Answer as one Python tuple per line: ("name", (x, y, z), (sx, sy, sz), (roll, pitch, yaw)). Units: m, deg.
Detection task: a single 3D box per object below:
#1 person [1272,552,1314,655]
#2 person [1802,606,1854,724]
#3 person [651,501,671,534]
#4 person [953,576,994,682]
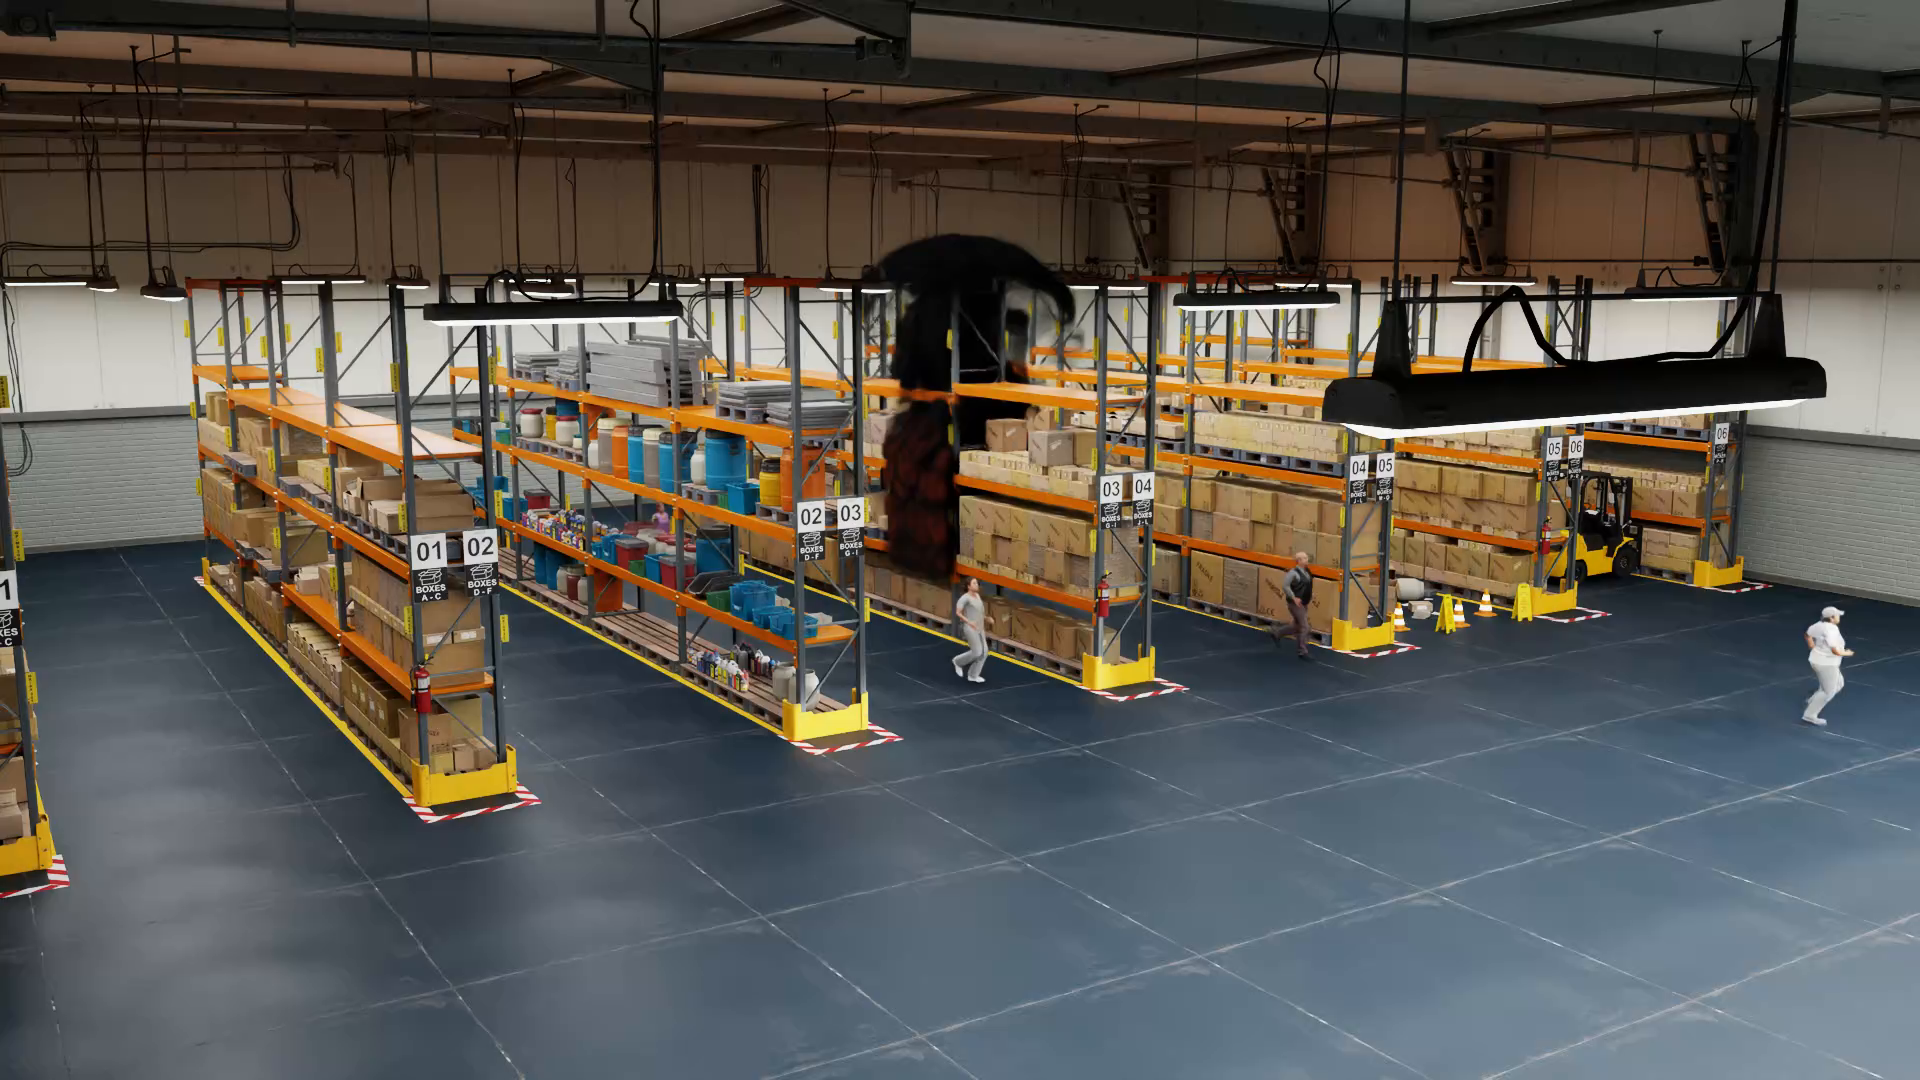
("person", (5.343, 0.990, 26.739), (0.674, 1.652, 0.663), (7, 12, 36))
("person", (11.931, 1.714, 22.845), (0.570, 1.638, 0.661), (1, 10, 9))
("person", (-5.957, 0.015, 33.093), (0.870, 1.593, 0.541), (9, 13, 44))
("person", (0.187, 1.342, 25.145), (0.588, 1.619, 0.561), (7, 12, 35))
